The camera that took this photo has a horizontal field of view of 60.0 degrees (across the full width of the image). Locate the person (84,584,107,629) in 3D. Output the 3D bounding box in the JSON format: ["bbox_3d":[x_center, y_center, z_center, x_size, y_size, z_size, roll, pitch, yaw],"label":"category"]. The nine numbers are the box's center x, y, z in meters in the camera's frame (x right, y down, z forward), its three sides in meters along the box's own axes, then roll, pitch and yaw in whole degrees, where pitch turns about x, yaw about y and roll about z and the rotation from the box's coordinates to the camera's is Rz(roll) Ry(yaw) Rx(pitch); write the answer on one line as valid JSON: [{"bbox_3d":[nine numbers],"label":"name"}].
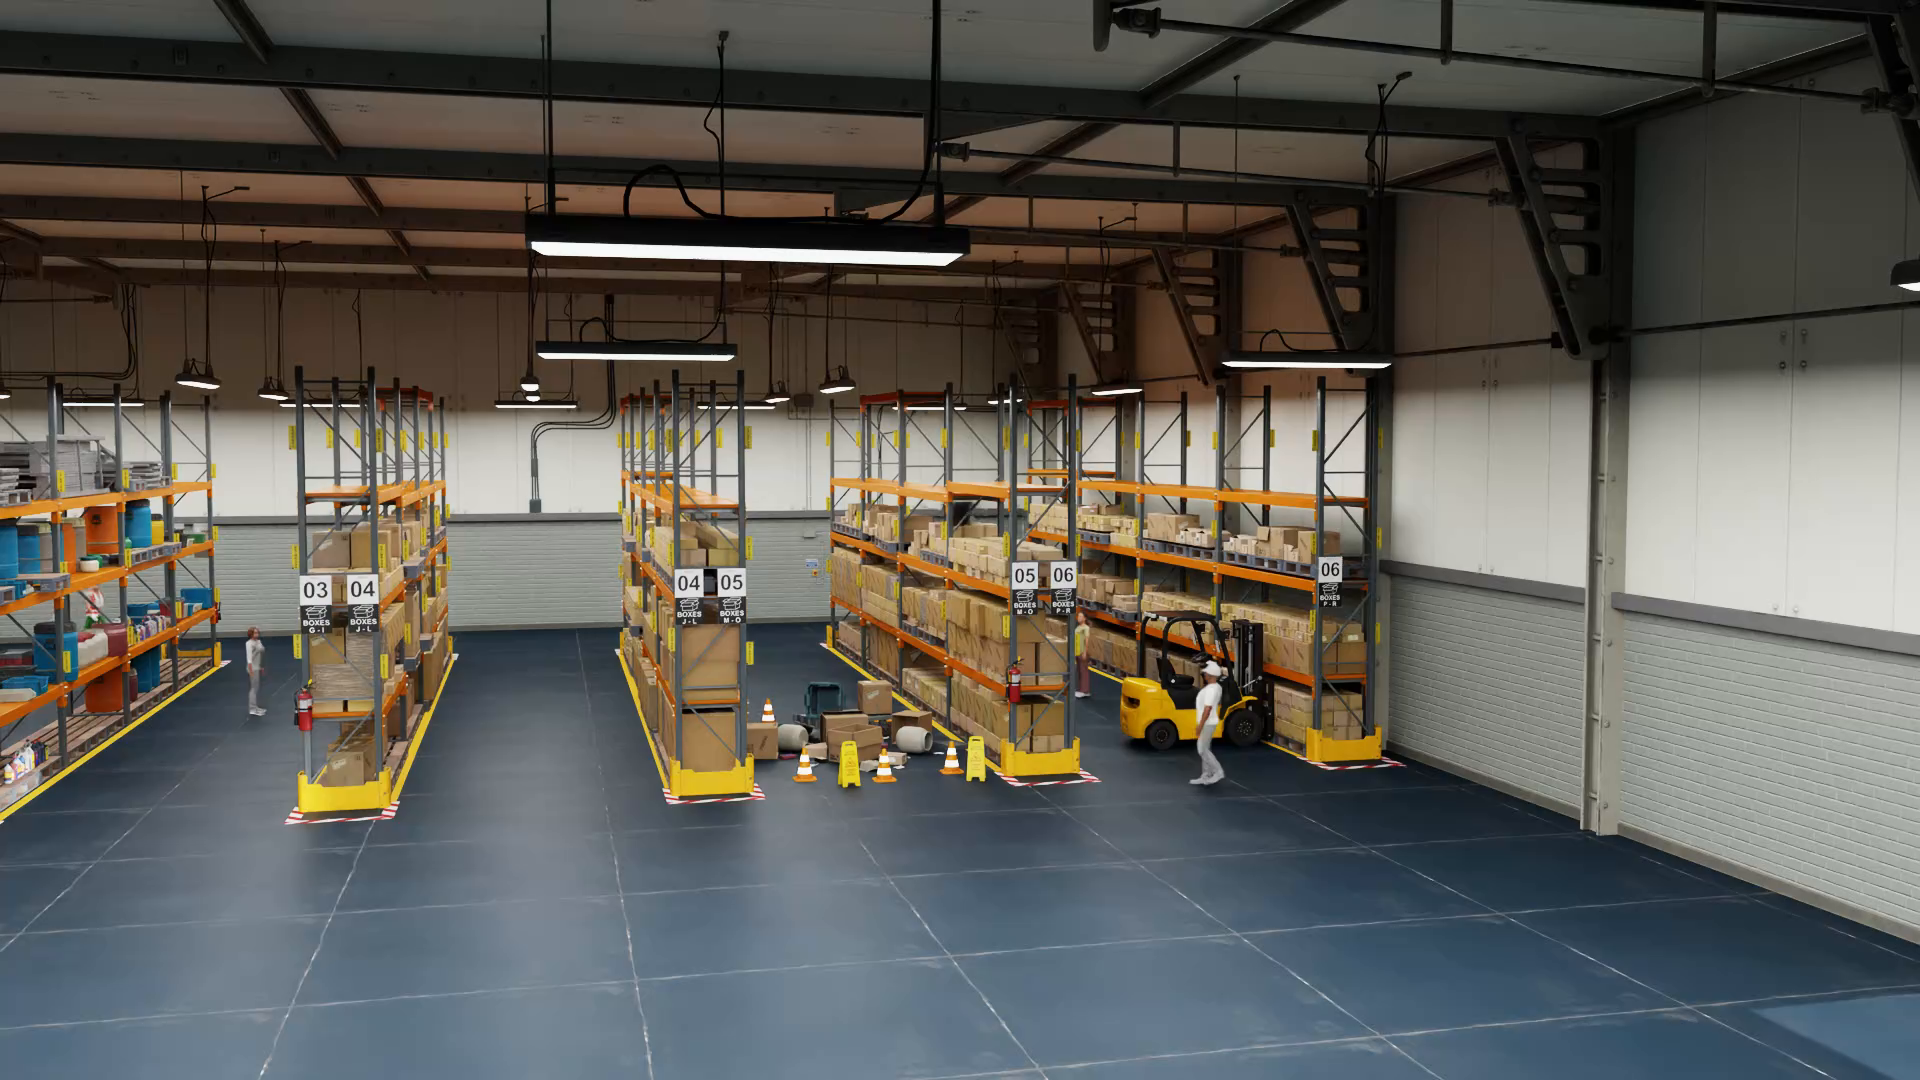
[{"bbox_3d":[-20.461,1.792,39.344,1.003,1.752,0.559,0,3,6],"label":"person"}]

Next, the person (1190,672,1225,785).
[{"bbox_3d":[3.587,2.693,24.124,0.476,1.733,0.643,0,3,-4],"label":"person"}]

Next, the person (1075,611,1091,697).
[{"bbox_3d":[2.379,2.230,32.518,0.335,1.663,0.521,-1,3,-9],"label":"person"}]

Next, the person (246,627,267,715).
[{"bbox_3d":[-12.902,2.396,30.474,0.296,1.619,0.480,-1,3,-12],"label":"person"}]
